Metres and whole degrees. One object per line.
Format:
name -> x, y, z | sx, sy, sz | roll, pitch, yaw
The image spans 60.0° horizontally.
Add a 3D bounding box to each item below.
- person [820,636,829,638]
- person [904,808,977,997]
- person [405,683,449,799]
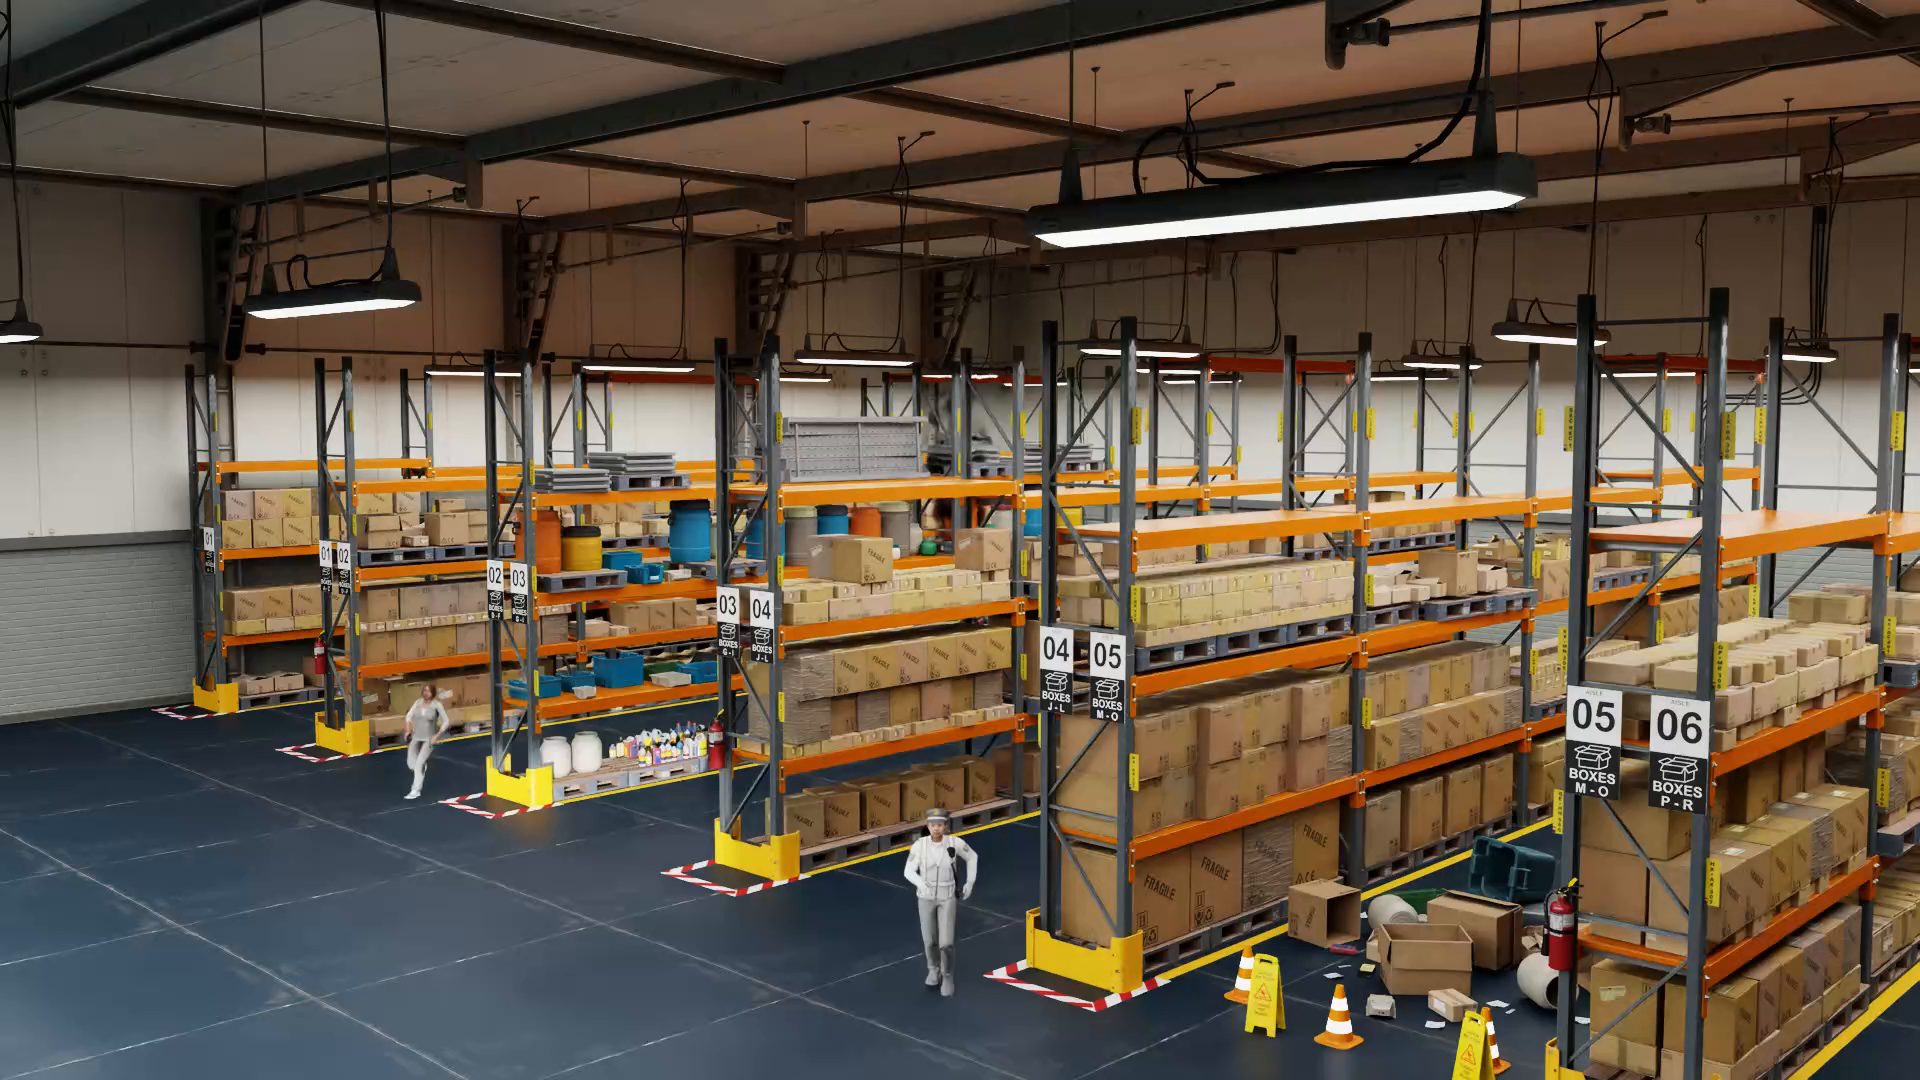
person -> -2.515, 2.124, 28.187 | 0.988, 1.837, 0.725 | -4, 6, -40
person -> -0.176, 3.212, 14.742 | 0.635, 1.726, 0.684 | 0, 4, 4
person -> -7.189, 2.695, 22.416 | 0.605, 1.526, 0.566 | 0, 4, 3
